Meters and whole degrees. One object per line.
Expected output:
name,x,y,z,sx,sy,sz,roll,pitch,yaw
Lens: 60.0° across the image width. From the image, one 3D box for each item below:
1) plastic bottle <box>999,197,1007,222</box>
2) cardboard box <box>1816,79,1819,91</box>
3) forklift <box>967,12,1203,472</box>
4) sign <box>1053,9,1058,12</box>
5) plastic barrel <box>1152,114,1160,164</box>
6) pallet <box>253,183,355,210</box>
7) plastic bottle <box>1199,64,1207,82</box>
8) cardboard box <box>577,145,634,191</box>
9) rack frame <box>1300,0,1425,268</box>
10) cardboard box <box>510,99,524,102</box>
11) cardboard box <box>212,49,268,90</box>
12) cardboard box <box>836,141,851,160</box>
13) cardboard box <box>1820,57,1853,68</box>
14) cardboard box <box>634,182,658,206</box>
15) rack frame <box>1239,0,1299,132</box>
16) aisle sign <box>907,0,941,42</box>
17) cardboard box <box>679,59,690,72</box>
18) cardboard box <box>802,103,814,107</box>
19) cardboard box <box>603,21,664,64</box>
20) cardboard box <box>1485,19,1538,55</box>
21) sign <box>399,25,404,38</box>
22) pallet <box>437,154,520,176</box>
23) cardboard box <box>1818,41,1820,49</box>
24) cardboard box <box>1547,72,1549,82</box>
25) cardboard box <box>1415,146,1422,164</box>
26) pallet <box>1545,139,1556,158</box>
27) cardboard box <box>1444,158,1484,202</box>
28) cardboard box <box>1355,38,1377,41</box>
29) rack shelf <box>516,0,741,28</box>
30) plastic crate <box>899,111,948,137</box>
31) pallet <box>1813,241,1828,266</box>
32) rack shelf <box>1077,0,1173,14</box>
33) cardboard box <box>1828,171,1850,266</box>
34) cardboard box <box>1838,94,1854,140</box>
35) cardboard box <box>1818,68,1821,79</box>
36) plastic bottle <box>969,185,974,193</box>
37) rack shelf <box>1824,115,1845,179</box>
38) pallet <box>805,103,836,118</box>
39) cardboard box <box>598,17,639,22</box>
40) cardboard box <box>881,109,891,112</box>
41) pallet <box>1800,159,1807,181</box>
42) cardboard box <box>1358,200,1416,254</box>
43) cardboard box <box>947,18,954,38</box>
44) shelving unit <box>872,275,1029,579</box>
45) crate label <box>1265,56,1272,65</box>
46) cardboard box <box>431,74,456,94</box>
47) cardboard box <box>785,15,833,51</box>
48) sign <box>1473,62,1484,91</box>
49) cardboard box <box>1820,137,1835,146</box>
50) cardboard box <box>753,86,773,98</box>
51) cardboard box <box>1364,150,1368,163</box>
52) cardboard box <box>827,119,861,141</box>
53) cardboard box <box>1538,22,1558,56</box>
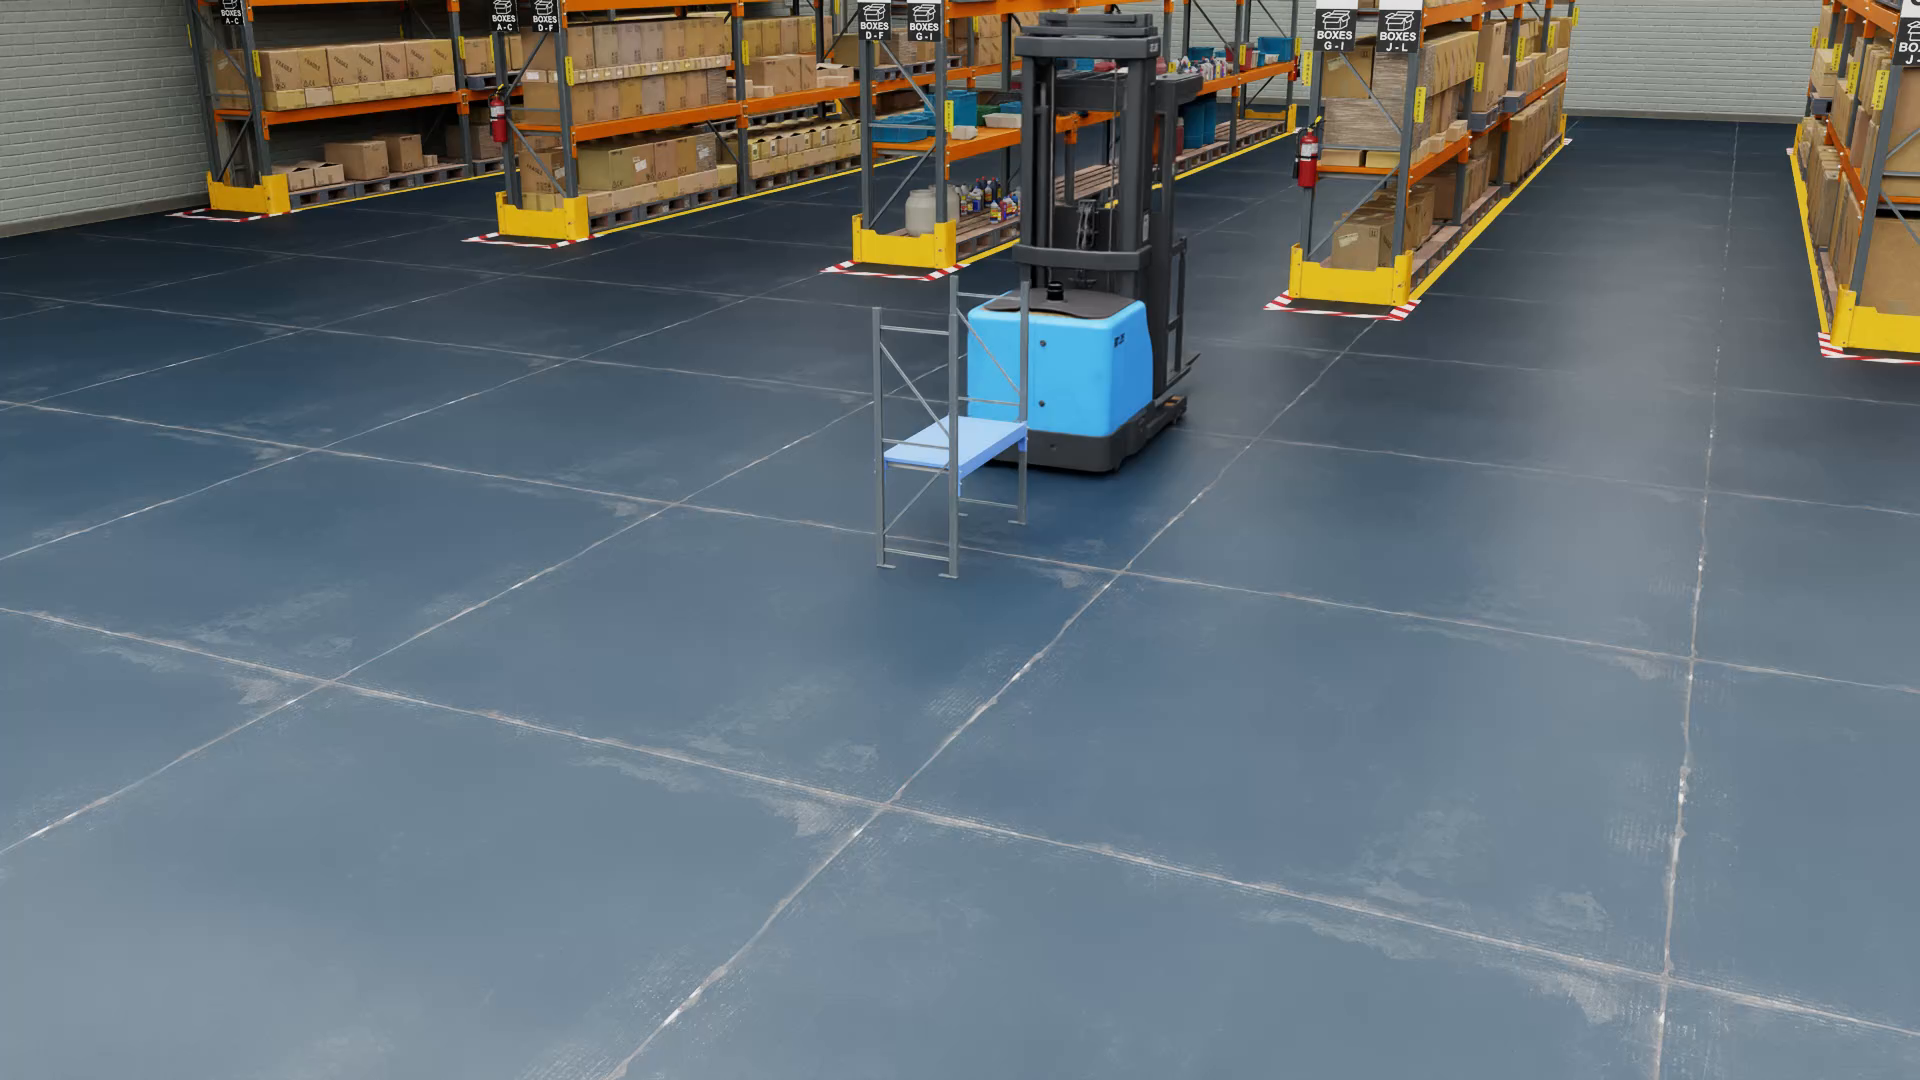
plastic bottle,0.518,-4.019,20.191,0.061,0.283,0.133,9,21,24
cardboard box,11.865,-6.174,22.601,0.380,0.149,0.250,8,21,20
forklift,1.071,-2.289,12.031,1.130,2.935,3.031,8,21,21
sign,1.914,-10.698,33.373,0.100,0.325,0.005,9,21,23
plastic barrel,2.842,-6.286,25.781,0.600,0.830,0.708,9,21,23
pallet,-9.261,-4.826,23.224,1.003,0.211,1.213,9,21,23
plastic bottle,3.923,-7.581,26.994,0.152,0.276,0.135,9,21,23
cardboard box,-4.510,-4.737,21.169,0.500,0.500,0.500,9,21,23
rack frame,3.900,-3.834,16.273,1.000,3.000,0.127,9,21,23
cardboard box,-7.125,-7.151,27.554,0.500,0.250,0.500,8,21,22
cardboard box,-9.658,-6.338,22.390,0.500,0.500,0.500,8,21,22
cardboard box,-2.061,-6.190,26.375,0.500,0.250,0.500,8,21,22
cardboard box,11.865,-6.452,22.495,0.380,0.149,0.250,9,21,23
cardboard box,-4.307,-4.536,21.725,0.500,0.250,0.500,9,21,23
rack frame,5.934,-9.405,31.937,1.000,3.000,0.127,9,21,23
aisle sign,-0.381,-5.676,17.574,0.394,0.787,0.004,9,21,23
cardboard box,-3.832,-6.347,22.221,0.380,0.149,0.250,8,21,22
cardboard box,-3.505,-9.404,35.038,0.700,0.500,0.500,8,21,23
cardboard box,-4.290,-6.479,21.624,0.700,0.500,0.500,9,21,23
cardboard box,8.560,-7.826,25.851,0.797,0.503,0.637,8,21,21
sign,-8.526,-7.716,25.462,0.100,0.325,0.005,9,21,23
pallet,-7.701,-6.020,26.582,1.003,0.211,1.213,9,21,23
cardboard box,14.092,-7.786,26.794,0.500,0.500,0.500,9,21,23
cardboard box,9.346,-7.509,26.982,0.380,0.149,0.250,8,21,21
cardboard box,4.470,-3.918,16.885,0.380,0.149,0.250,9,21,23
pallet,9.695,-6.785,28.731,1.003,0.211,1.213,9,21,23
cardboard box,6.479,-4.756,21.939,0.700,0.500,0.500,11,22,27
cardboard box,4.307,-5.001,17.468,0.500,0.500,0.500,9,21,23
rack shelf,-4.317,-6.880,21.435,1.077,0.370,4.000,9,21,23
plastic crate,-0.415,-4.835,19.311,0.499,0.251,0.408,9,21,23
pallet,10.269,-3.278,18.870,1.003,0.211,1.213,9,21,23
rack shelf,1.839,-7.422,22.959,1.077,0.370,4.000,9,21,23
cardboard box,9.701,-3.359,17.483,0.875,0.875,0.875,9,21,24
cardboard box,10.199,-4.743,18.680,0.500,0.500,0.500,8,21,22
cardboard box,11.867,-6.316,22.557,0.380,0.149,0.250,8,21,22
plastic bottle,0.128,-4.372,21.182,0.061,0.283,0.133,10,22,25
rack shelf,10.841,-4.618,19.550,1.077,0.370,4.000,9,21,23
pallet,-3.361,-9.195,35.509,1.003,0.211,1.213,9,21,23
cardboard box,-5.948,-8.981,29.003,0.500,0.250,0.500,9,22,24
cardboard box,-1.479,-7.146,28.659,0.500,0.500,0.500,8,21,21
pallet,13.541,-5.687,25.646,1.003,0.211,1.213,9,21,23
cardboard box,4.658,-3.419,18.210,0.500,0.500,0.500,11,22,28
cardboard box,-0.251,-9.571,30.763,0.500,0.500,0.500,9,21,23
shelving unit,-0.035,-0.681,9.644,0.538,1.500,1.048,9,21,23
crate label,5.541,-8.860,30.708,0.396,0.136,0.243,9,21,23
cardboard box,-7.936,-6.848,24.942,0.500,0.250,0.500,9,21,23
cardboard box,-3.304,-10.748,35.267,0.980,0.700,0.700,10,22,25
sign,6.036,-5.393,19.364,0.100,0.325,0.005,9,21,23
cardboard box,11.701,-5.187,22.061,0.500,0.250,0.500,8,21,21
cardboard box,-2.948,-6.542,24.261,0.380,0.149,0.250,9,21,23
cardboard box,3.932,-3.907,16.854,0.380,0.149,0.250,9,21,23
cardboard box,-1.850,-6.613,26.726,0.500,0.311,0.500,9,22,24
cardboard box,9.452,-8.186,27.171,0.500,0.500,0.500,9,21,23
